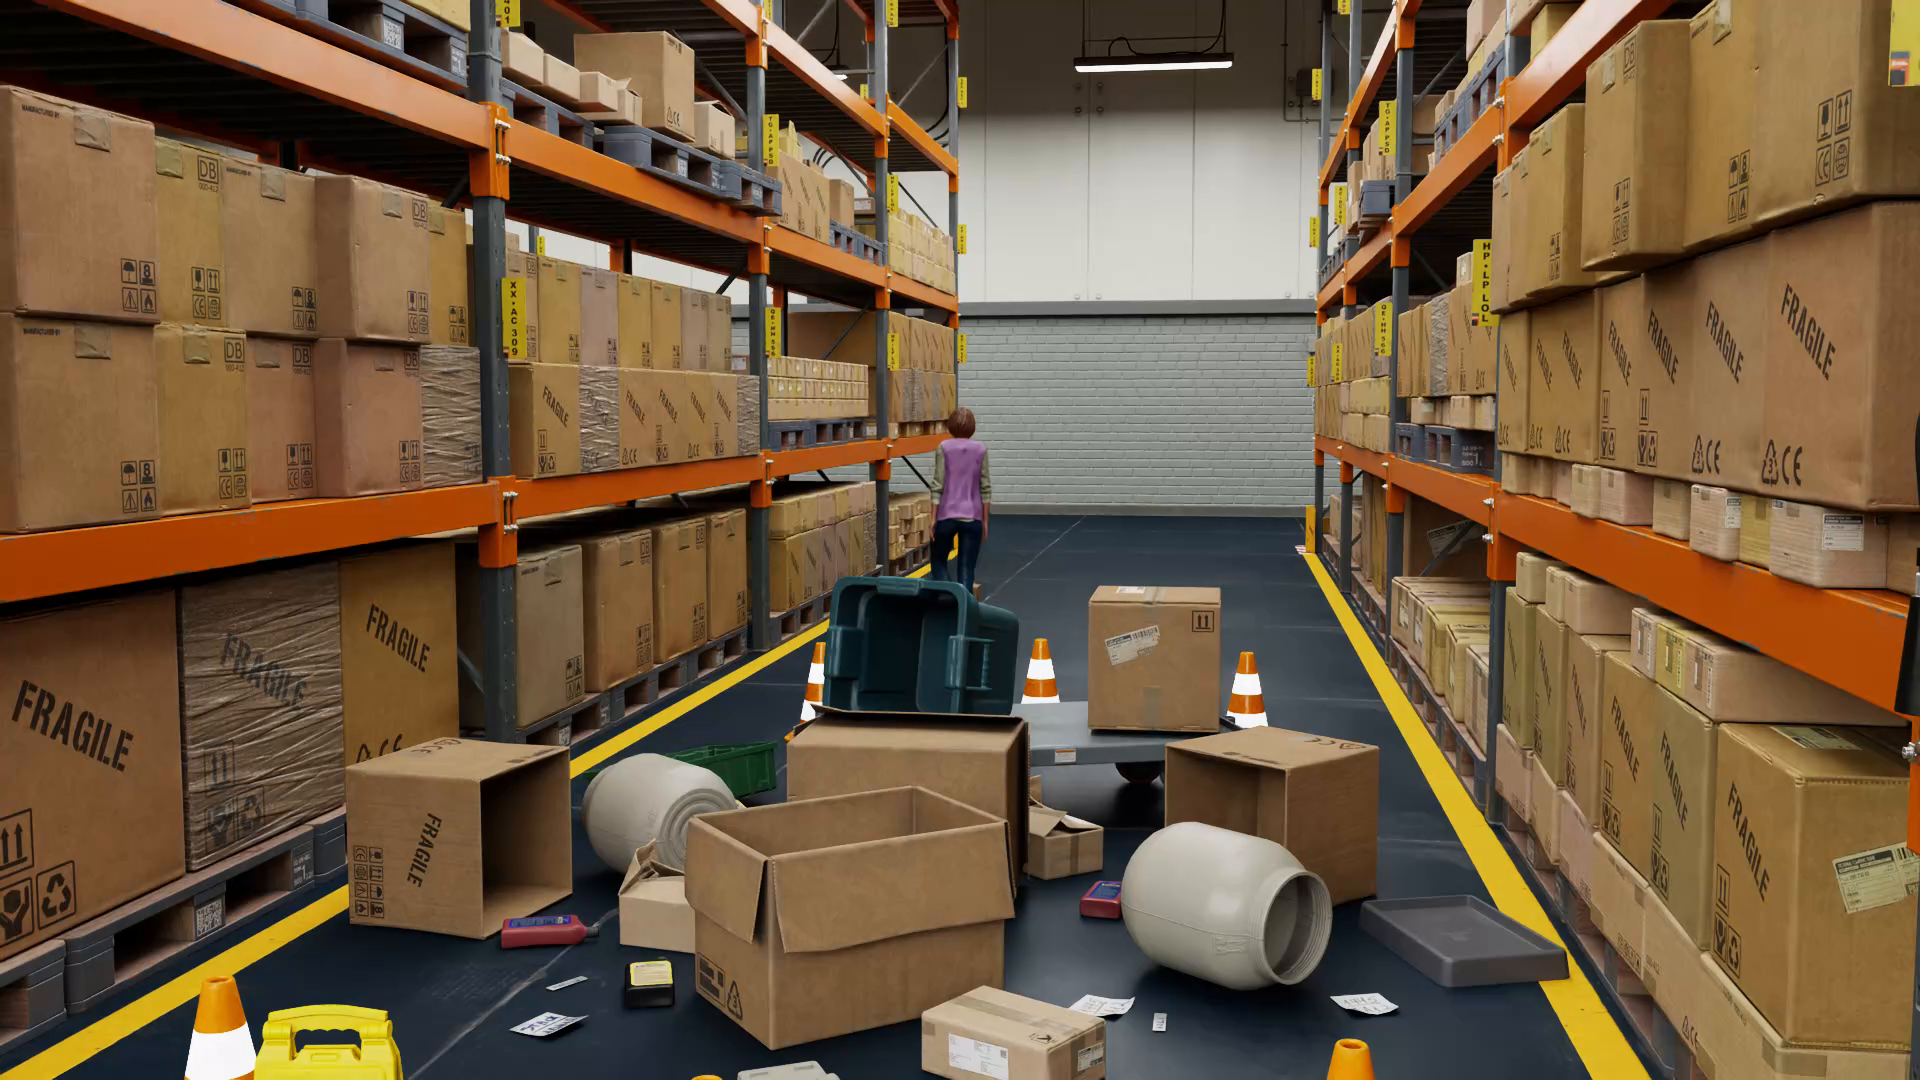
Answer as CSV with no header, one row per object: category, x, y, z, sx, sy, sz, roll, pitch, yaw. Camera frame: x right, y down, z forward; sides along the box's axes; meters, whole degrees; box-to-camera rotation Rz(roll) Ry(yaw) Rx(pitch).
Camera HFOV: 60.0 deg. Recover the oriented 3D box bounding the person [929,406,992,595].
person,0.005,-0.111,11.261,0.436,1.582,0.475,0,5,-6
